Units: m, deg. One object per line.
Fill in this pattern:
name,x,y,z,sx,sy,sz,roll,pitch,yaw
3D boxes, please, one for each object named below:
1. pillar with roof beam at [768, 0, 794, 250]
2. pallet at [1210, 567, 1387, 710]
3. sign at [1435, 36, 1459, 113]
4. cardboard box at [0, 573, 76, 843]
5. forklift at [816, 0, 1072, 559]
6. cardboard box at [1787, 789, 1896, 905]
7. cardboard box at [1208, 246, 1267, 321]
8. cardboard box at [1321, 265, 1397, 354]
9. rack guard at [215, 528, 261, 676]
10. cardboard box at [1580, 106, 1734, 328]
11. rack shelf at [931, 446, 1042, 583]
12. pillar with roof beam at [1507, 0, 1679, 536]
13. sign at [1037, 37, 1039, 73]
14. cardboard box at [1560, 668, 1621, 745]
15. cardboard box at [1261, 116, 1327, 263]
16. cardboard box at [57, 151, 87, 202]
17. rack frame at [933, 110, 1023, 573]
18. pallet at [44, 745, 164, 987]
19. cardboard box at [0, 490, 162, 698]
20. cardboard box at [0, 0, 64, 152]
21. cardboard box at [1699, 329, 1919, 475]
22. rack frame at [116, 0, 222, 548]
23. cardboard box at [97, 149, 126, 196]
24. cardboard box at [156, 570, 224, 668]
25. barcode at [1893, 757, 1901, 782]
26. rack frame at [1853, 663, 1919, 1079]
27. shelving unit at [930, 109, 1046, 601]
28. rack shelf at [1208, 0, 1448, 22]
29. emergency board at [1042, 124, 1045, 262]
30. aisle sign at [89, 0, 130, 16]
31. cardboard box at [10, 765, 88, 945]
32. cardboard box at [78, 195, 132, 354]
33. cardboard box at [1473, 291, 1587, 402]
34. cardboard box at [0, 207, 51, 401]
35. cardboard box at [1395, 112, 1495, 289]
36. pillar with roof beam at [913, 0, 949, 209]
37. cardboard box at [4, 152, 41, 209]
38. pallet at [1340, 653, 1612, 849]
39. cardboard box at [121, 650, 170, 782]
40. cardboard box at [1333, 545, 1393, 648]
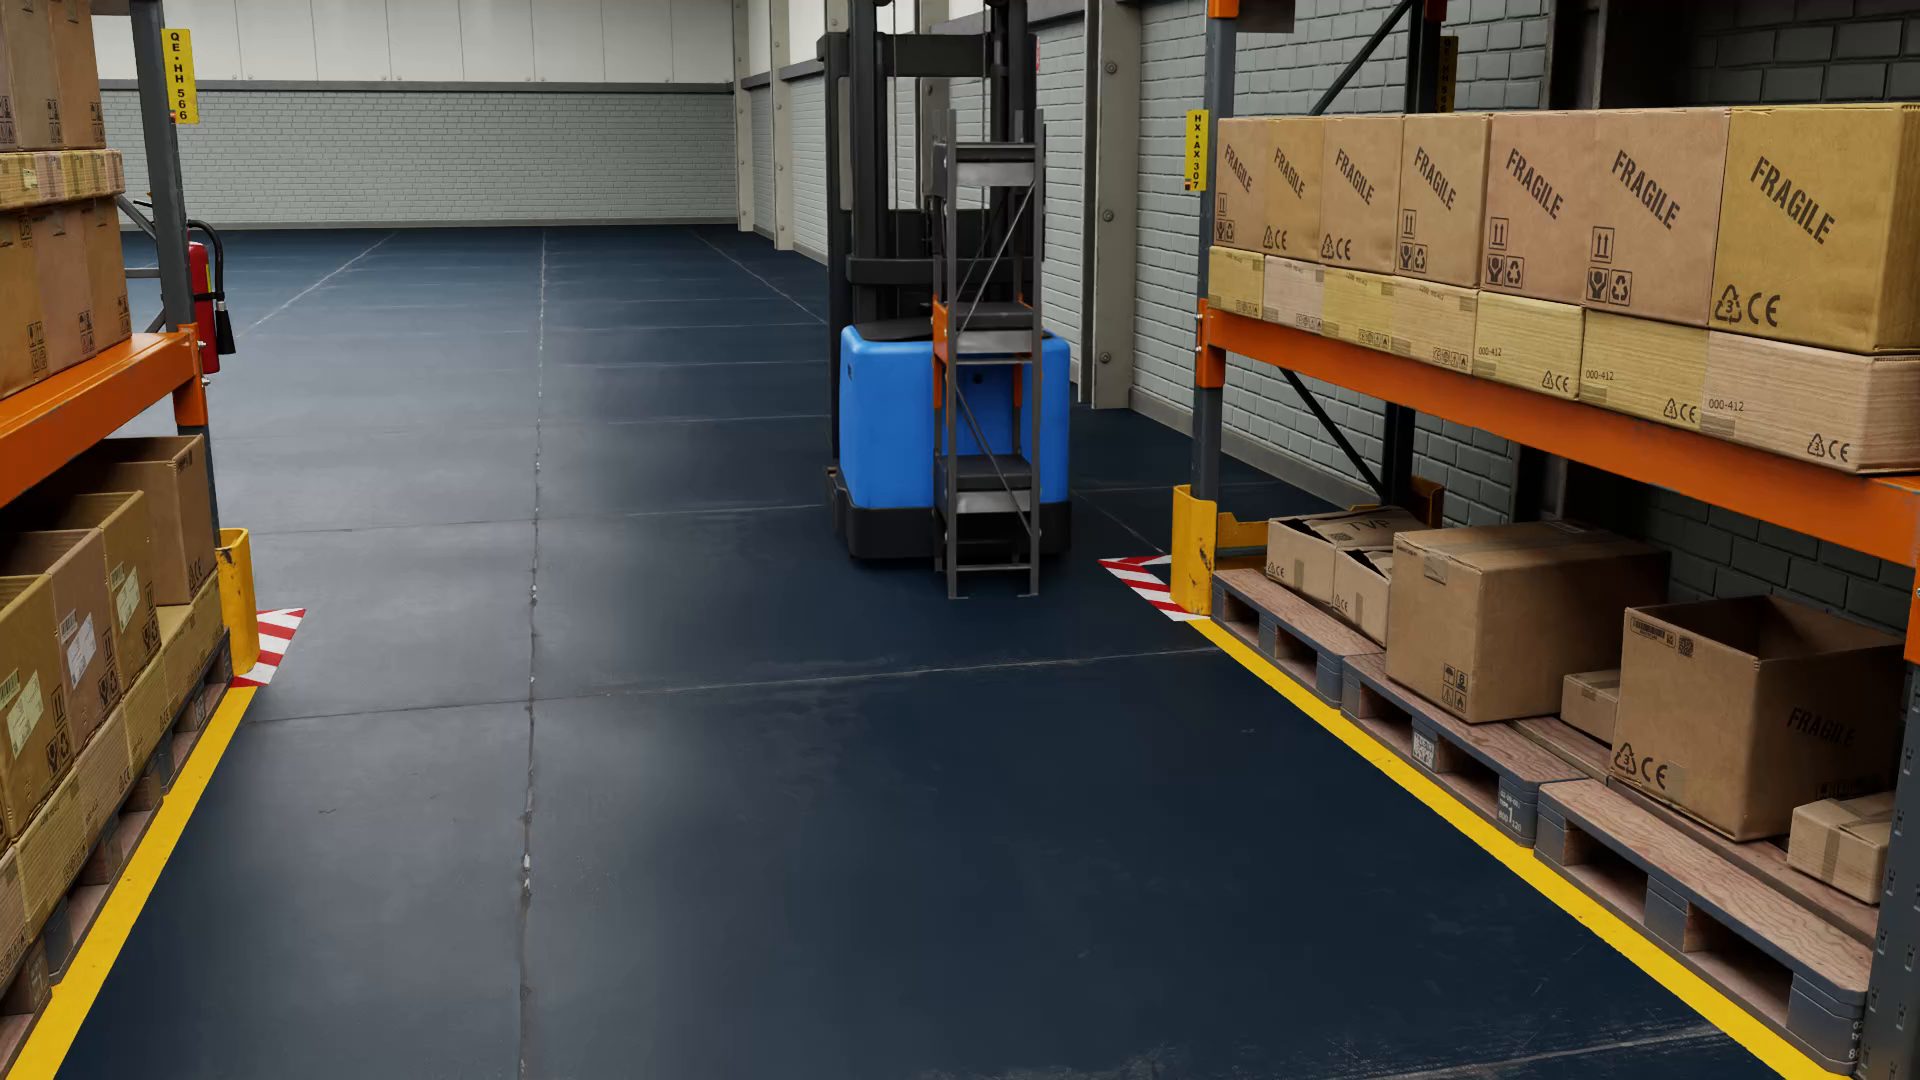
pillar with roof beam,-7.308,-9.318,27.605,9.100,9.000,0.400,-3,14,-13
pallet,1.682,0.341,6.585,1.003,0.211,1.213,-3,14,-13
sign,2.052,-1.962,7.034,0.100,0.325,0.005,-3,14,-13
cardboard box,-2.406,0.392,3.831,0.500,0.500,0.500,-3,14,-13
forklift,-0.185,-1.636,8.946,1.130,2.935,3.031,-2,14,-8
cardboard box,2.293,0.744,4.106,0.380,0.166,0.250,-5,15,-21
cardboard box,1.314,-1.027,6.583,0.500,0.250,0.500,-4,14,-15
cardboard box,1.564,-0.790,5.614,0.500,0.250,0.500,-4,14,-14
rack guard,-3.312,0.266,6.287,1.175,0.500,0.348,-3,14,-13
cardboard box,1.913,-0.805,4.096,0.500,0.500,0.500,-3,14,-14
rack shelf,0.114,-0.123,7.515,0.431,0.518,0.480,-2,14,-8
pillar with roof beam,-1.671,-3.781,4.943,9.100,9.000,0.400,-3,14,-13
sign,0.656,-4.197,14.400,0.001,0.298,0.199,-3,14,-13
cardboard box,2.091,0.504,5.125,0.380,0.149,0.250,-4,14,-18
cardboard box,1.434,-1.280,6.039,0.500,0.500,0.500,-3,14,-13
cardboard box,-2.908,-1.110,5.073,0.380,0.149,0.250,-3,14,-14
rack frame,0.080,-0.874,7.580,0.400,2.100,0.015,-2,14,-8
pallet,-2.803,0.866,4.436,1.003,0.211,1.213,-3,14,-13
cardboard box,-2.642,0.161,4.775,0.500,0.500,0.500,-3,14,-13
cardboard box,-3.068,-1.380,4.812,0.700,0.500,0.500,-4,14,-15
cardboard box,2.042,-0.327,3.717,0.500,0.250,0.500,-3,14,-13
rack frame,-3.306,-0.943,5.967,1.000,3.000,0.127,-3,14,-13
cardboard box,-3.031,-1.229,5.561,0.380,0.149,0.250,-4,14,-14
cardboard box,-2.893,0.296,5.805,0.500,0.250,0.500,-3,14,-13
barcode,2.540,0.626,4.473,0.001,0.075,0.075,-3,14,-13
rack frame,2.448,-0.297,3.324,1.000,3.000,0.127,-3,14,-13
shelving unit,0.114,-0.817,7.345,0.431,2.100,0.503,-2,14,-8
rack shelf,1.978,-1.866,4.942,1.077,0.370,4.000,-3,14,-13
emergency board,0.561,-3.063,14.645,0.194,1.169,0.643,-3,14,-13
aisle sign,-3.036,-2.238,5.788,0.394,0.787,0.004,-3,14,-13
cardboard box,-2.406,0.756,3.920,0.500,0.250,0.500,-3,14,-13
cardboard box,-3.209,-0.883,5.512,0.700,0.500,0.500,-3,14,-13
cardboard box,1.800,-0.557,4.661,0.500,0.250,0.500,-3,14,-13
cardboard box,-2.970,-0.648,4.547,0.700,0.500,0.500,-3,14,-13
cardboard box,1.683,-1.042,5.065,0.500,0.500,0.500,-3,14,-11
pillar with roof beam,-4.490,-6.550,16.274,9.100,9.000,0.400,-3,14,-13
cardboard box,-2.789,-0.991,4.587,0.380,0.149,0.250,-3,14,-11
pallet,1.965,0.622,5.435,1.003,0.211,1.213,-3,14,-13
cardboard box,-2.645,0.526,4.864,0.500,0.250,0.500,-3,14,-13
cardboard box,1.717,0.168,6.156,0.500,0.311,0.500,-2,14,-9
